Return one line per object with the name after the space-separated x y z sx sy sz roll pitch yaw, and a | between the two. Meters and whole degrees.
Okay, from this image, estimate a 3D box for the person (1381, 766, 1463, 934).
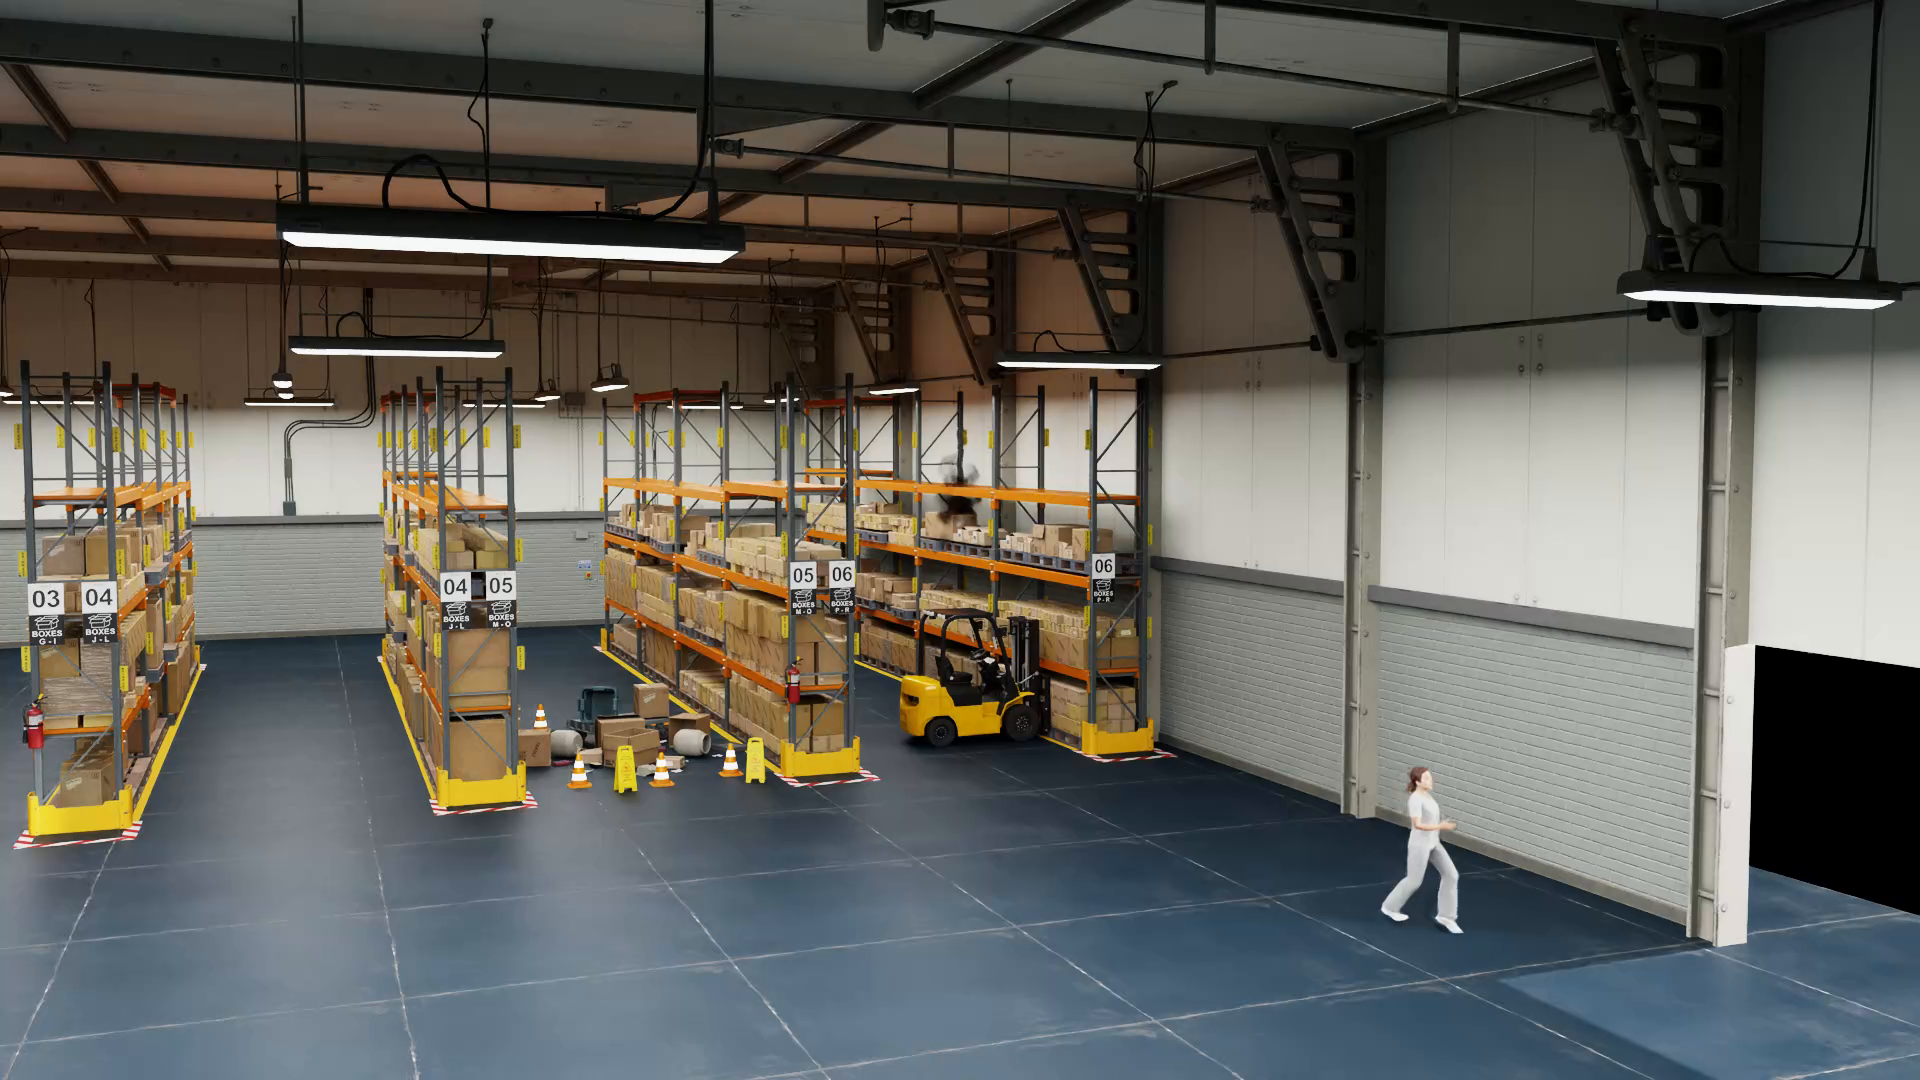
4.745 3.158 17.034 0.825 1.698 0.570 3 4 38 | person
